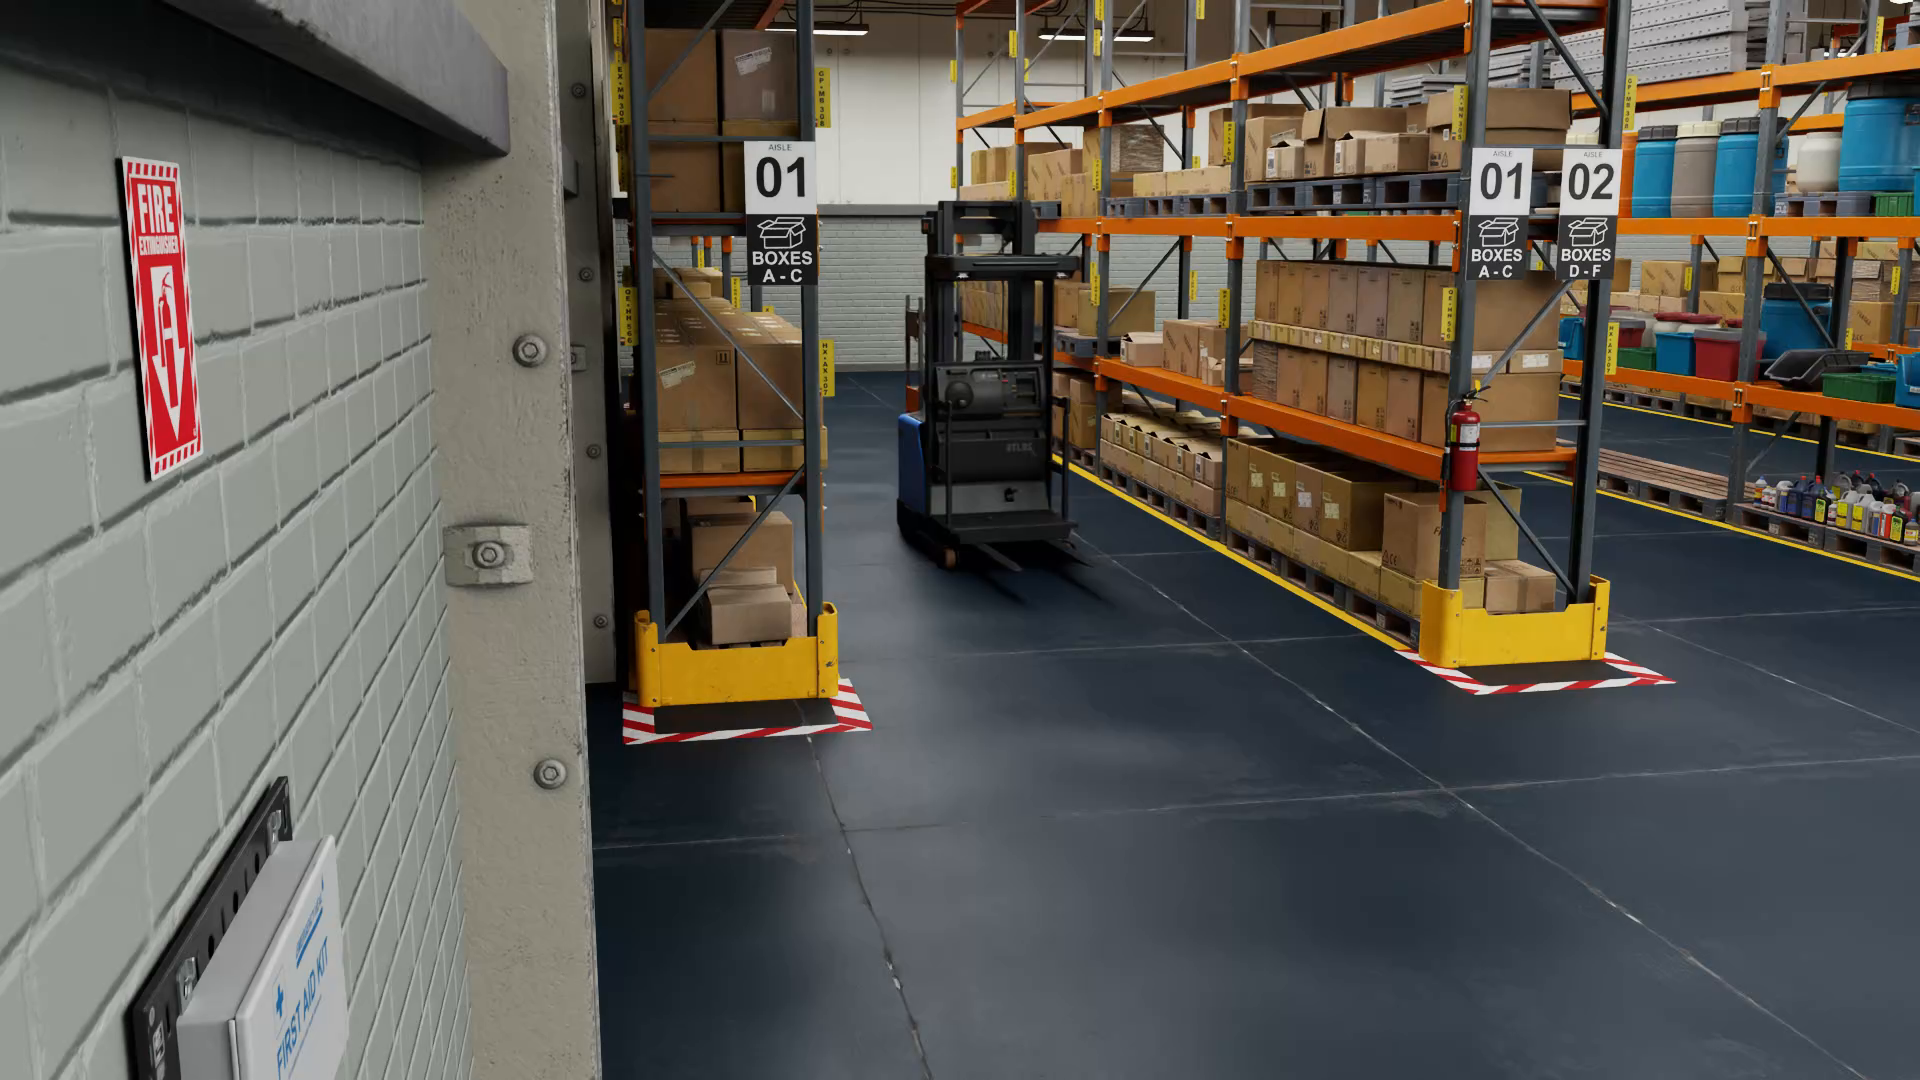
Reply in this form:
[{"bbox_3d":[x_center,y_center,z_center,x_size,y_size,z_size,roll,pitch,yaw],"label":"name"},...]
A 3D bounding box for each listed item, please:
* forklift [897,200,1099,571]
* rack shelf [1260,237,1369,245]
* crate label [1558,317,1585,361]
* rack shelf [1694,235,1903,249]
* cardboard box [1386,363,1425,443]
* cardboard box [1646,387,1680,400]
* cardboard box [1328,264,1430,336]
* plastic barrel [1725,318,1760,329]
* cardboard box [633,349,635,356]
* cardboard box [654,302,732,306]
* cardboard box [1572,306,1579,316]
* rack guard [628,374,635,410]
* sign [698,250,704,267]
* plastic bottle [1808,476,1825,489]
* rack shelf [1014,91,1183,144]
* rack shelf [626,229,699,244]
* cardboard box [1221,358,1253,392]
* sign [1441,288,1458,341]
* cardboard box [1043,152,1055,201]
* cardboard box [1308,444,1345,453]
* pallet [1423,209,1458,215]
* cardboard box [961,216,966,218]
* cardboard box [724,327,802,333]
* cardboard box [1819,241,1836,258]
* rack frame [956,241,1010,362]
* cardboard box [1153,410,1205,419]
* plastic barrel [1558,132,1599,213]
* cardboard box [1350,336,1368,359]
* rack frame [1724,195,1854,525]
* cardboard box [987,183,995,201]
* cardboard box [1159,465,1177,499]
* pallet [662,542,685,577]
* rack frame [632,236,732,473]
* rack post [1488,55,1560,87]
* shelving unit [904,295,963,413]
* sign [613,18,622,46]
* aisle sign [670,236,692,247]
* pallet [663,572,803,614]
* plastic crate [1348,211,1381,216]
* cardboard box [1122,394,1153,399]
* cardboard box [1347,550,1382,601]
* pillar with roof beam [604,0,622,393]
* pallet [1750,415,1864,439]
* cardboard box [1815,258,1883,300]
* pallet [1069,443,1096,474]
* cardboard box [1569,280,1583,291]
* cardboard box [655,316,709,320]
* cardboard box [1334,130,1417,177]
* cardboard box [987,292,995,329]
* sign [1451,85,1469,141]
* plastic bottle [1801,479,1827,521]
[{"bbox_3d":[0.315,-1.285,13.610,1.130,2.935,3.031,-3,11,-15],"label":"forklift"},{"bbox_3d":[5.691,-4.591,24.696,1.077,0.370,4.000,-2,11,-11],"label":"rack shelf"},{"bbox_3d":[6.786,-2.196,18.116,0.502,0.435,0.616,-2,11,-11],"label":"crate label"},{"bbox_3d":[11.327,-4.037,21.788,1.077,0.370,4.000,-2,11,-11],"label":"rack shelf"},{"bbox_3d":[3.369,-0.955,11.424,0.700,0.500,0.500,-2,11,-10],"label":"cardboard box"},{"bbox_3d":[10.889,-2.571,24.739,0.875,0.875,0.875,-2,11,-11],"label":"cardboard box"},{"bbox_3d":[3.162,-1.786,12.323,0.700,0.500,0.500,-2,11,-11],"label":"cardboard box"},{"bbox_3d":[7.665,-1.887,16.225,0.433,0.535,0.433,0,11,0],"label":"plastic barrel"},{"bbox_3d":[-3.436,-2.132,18.492,0.380,0.149,0.250,-2,11,-13],"label":"cardboard box"},{"bbox_3d":[-2.494,-1.962,15.537,0.700,0.500,0.500,-2,11,-11],"label":"cardboard box"},{"bbox_3d":[10.059,-3.676,26.657,0.380,0.149,0.250,-2,11,-12],"label":"cardboard box"},{"bbox_3d":[-4.420,-2.254,25.201,1.175,0.500,0.348,-2,11,-11],"label":"rack guard"},{"bbox_3d":[-3.881,-4.180,24.904,0.100,0.325,0.005,-2,11,-11],"label":"sign"},{"bbox_3d":[7.527,-0.394,14.651,0.144,0.351,0.185,-2,11,-11],"label":"plastic bottle"},{"bbox_3d":[1.610,-4.955,19.656,1.077,0.370,4.000,-2,11,-11],"label":"rack shelf"},{"bbox_3d":[-4.027,-4.231,22.804,1.077,0.370,4.000,-2,11,-11],"label":"rack shelf"},{"bbox_3d":[2.638,-1.472,14.811,0.500,0.250,0.500,-1,11,-7],"label":"cardboard box"},{"bbox_3d":[3.020,-1.392,10.256,0.100,0.325,0.005,-2,11,-11],"label":"sign"},{"bbox_3d":[1.399,-4.486,20.562,0.600,0.600,0.600,-2,11,-12],"label":"cardboard box"},{"bbox_3d":[3.167,-0.512,13.589,0.500,0.500,0.500,-2,11,-11],"label":"cardboard box"},{"bbox_3d":[6.552,-4.137,20.891,1.003,0.211,1.213,-2,11,-11],"label":"pallet"},{"bbox_3d":[0.293,-4.955,25.084,0.500,0.250,0.500,-2,11,-11],"label":"cardboard box"},{"bbox_3d":[-1.283,-1.132,10.963,0.500,0.500,0.500,-2,11,-13],"label":"cardboard box"},{"bbox_3d":[14.872,-4.774,28.020,0.500,0.500,0.500,-2,11,-11],"label":"cardboard box"},{"bbox_3d":[0.443,-3.658,25.894,1.000,3.000,0.127,-2,11,-11],"label":"rack frame"},{"bbox_3d":[2.342,-1.235,17.893,0.500,0.311,0.500,-2,11,-10],"label":"cardboard box"},{"bbox_3d":[6.805,-3.932,17.968,0.600,0.901,0.600,0,11,0],"label":"plastic barrel"},{"bbox_3d":[3.040,-1.392,11.986,0.380,0.149,0.250,-2,11,-9],"label":"cardboard box"},{"bbox_3d":[7.636,-1.637,15.274,1.000,3.000,0.127,-2,11,-11],"label":"rack frame"},{"bbox_3d":[0.671,-4.833,23.108,0.500,0.250,0.500,-2,11,-11],"label":"cardboard box"},{"bbox_3d":[2.215,-0.565,15.874,0.500,0.250,0.500,-2,11,-10],"label":"cardboard box"},{"bbox_3d":[-1.917,0.215,13.001,1.003,0.211,1.213,-2,11,-11],"label":"pallet"},{"bbox_3d":[-2.860,-2.010,17.235,1.000,3.000,0.127,-2,11,-11],"label":"rack frame"},{"bbox_3d":[6.677,-5.412,19.265,0.954,0.300,0.937,-2,11,-11],"label":"rack post"},{"bbox_3d":[-0.242,-1.192,15.344,0.431,2.100,0.503,-3,11,-15],"label":"shelving unit"},{"bbox_3d":[-4.187,-6.212,20.344,0.100,0.325,0.005,-2,11,-11],"label":"sign"},{"bbox_3d":[-4.135,-4.779,24.828,0.394,0.787,0.004,-2,11,-11],"label":"aisle sign"},{"bbox_3d":[-1.676,0.439,11.823,1.003,0.211,1.213,-2,11,-11],"label":"pallet"},{"bbox_3d":[5.701,-4.540,23.072,0.450,0.188,0.662,-2,11,-11],"label":"plastic crate"},{"bbox_3d":[1.990,-1.461,19.859,0.500,0.500,0.500,-2,11,-12],"label":"cardboard box"},{"bbox_3d":[3.051,0.242,11.634,0.500,0.250,0.500,-2,11,-11],"label":"cardboard box"},{"bbox_3d":[-1.567,-7.045,27.642,9.100,9.000,0.548,-2,11,-11],"label":"pillar with roof beam"},{"bbox_3d":[11.403,-1.551,22.282,1.003,0.211,1.213,-2,11,-11],"label":"pallet"},{"bbox_3d":[11.466,-3.347,21.307,0.797,0.503,0.637,-2,11,-10],"label":"cardboard box"},{"bbox_3d":[1.890,-0.959,19.173,1.003,0.211,1.213,-2,11,-11],"label":"pallet"},{"bbox_3d":[10.086,-4.269,26.703,0.500,0.500,0.500,-2,11,-12],"label":"cardboard box"},{"bbox_3d":[-2.098,-1.392,12.331,0.500,0.500,0.500,-2,11,-11],"label":"cardboard box"},{"bbox_3d":[2.964,-2.732,11.747,0.500,0.311,0.500,-1,11,-4],"label":"cardboard box"},{"bbox_3d":[0.668,-3.245,23.454,0.500,0.500,0.500,-2,11,-10],"label":"cardboard box"},{"bbox_3d":[3.020,-2.576,10.030,0.100,0.325,0.005,-2,11,-11],"label":"sign"},{"bbox_3d":[7.423,-0.354,14.441,0.144,0.351,0.185,-3,11,-13],"label":"plastic bottle"}]
